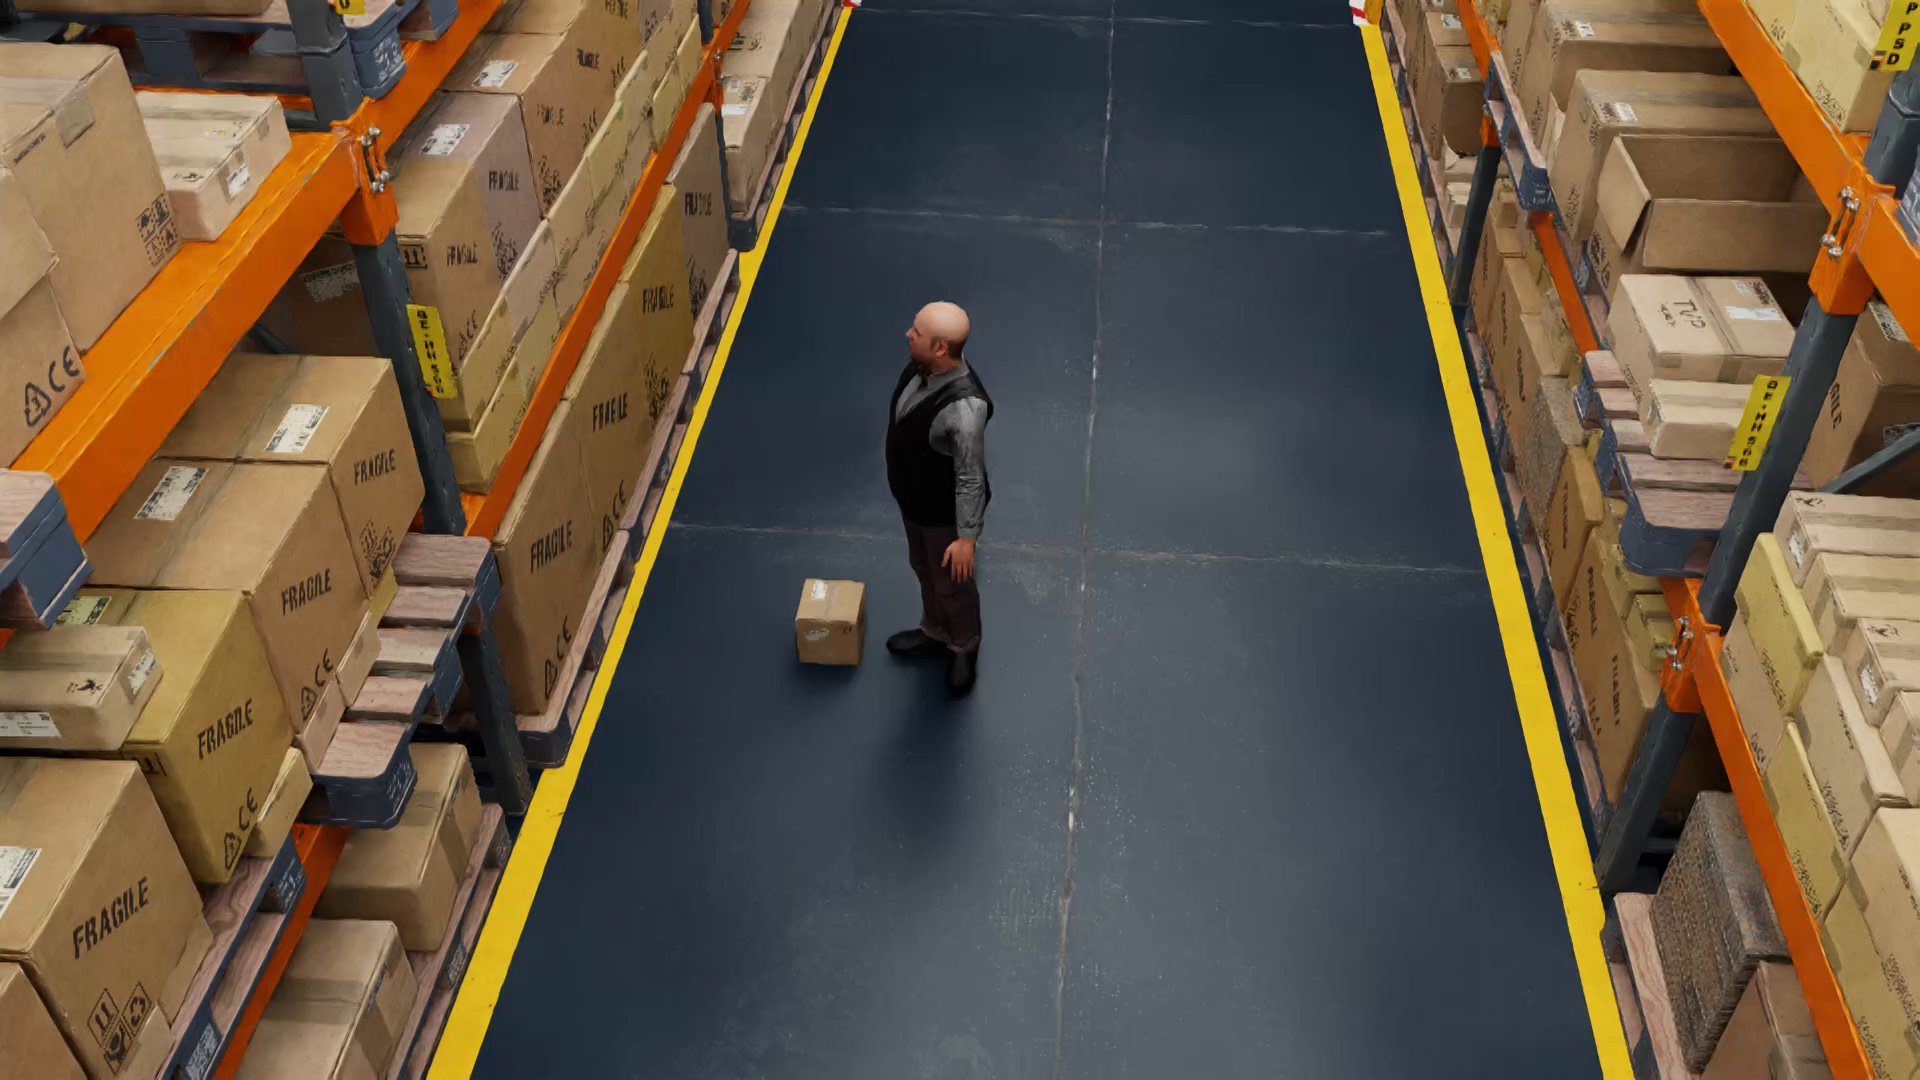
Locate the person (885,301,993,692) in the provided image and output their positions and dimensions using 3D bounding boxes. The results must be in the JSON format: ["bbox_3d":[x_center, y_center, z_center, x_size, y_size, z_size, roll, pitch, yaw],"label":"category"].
[{"bbox_3d":[-0.074,-0.139,6.320,0.366,1.727,0.634,-15,42,-17],"label":"person"}]
